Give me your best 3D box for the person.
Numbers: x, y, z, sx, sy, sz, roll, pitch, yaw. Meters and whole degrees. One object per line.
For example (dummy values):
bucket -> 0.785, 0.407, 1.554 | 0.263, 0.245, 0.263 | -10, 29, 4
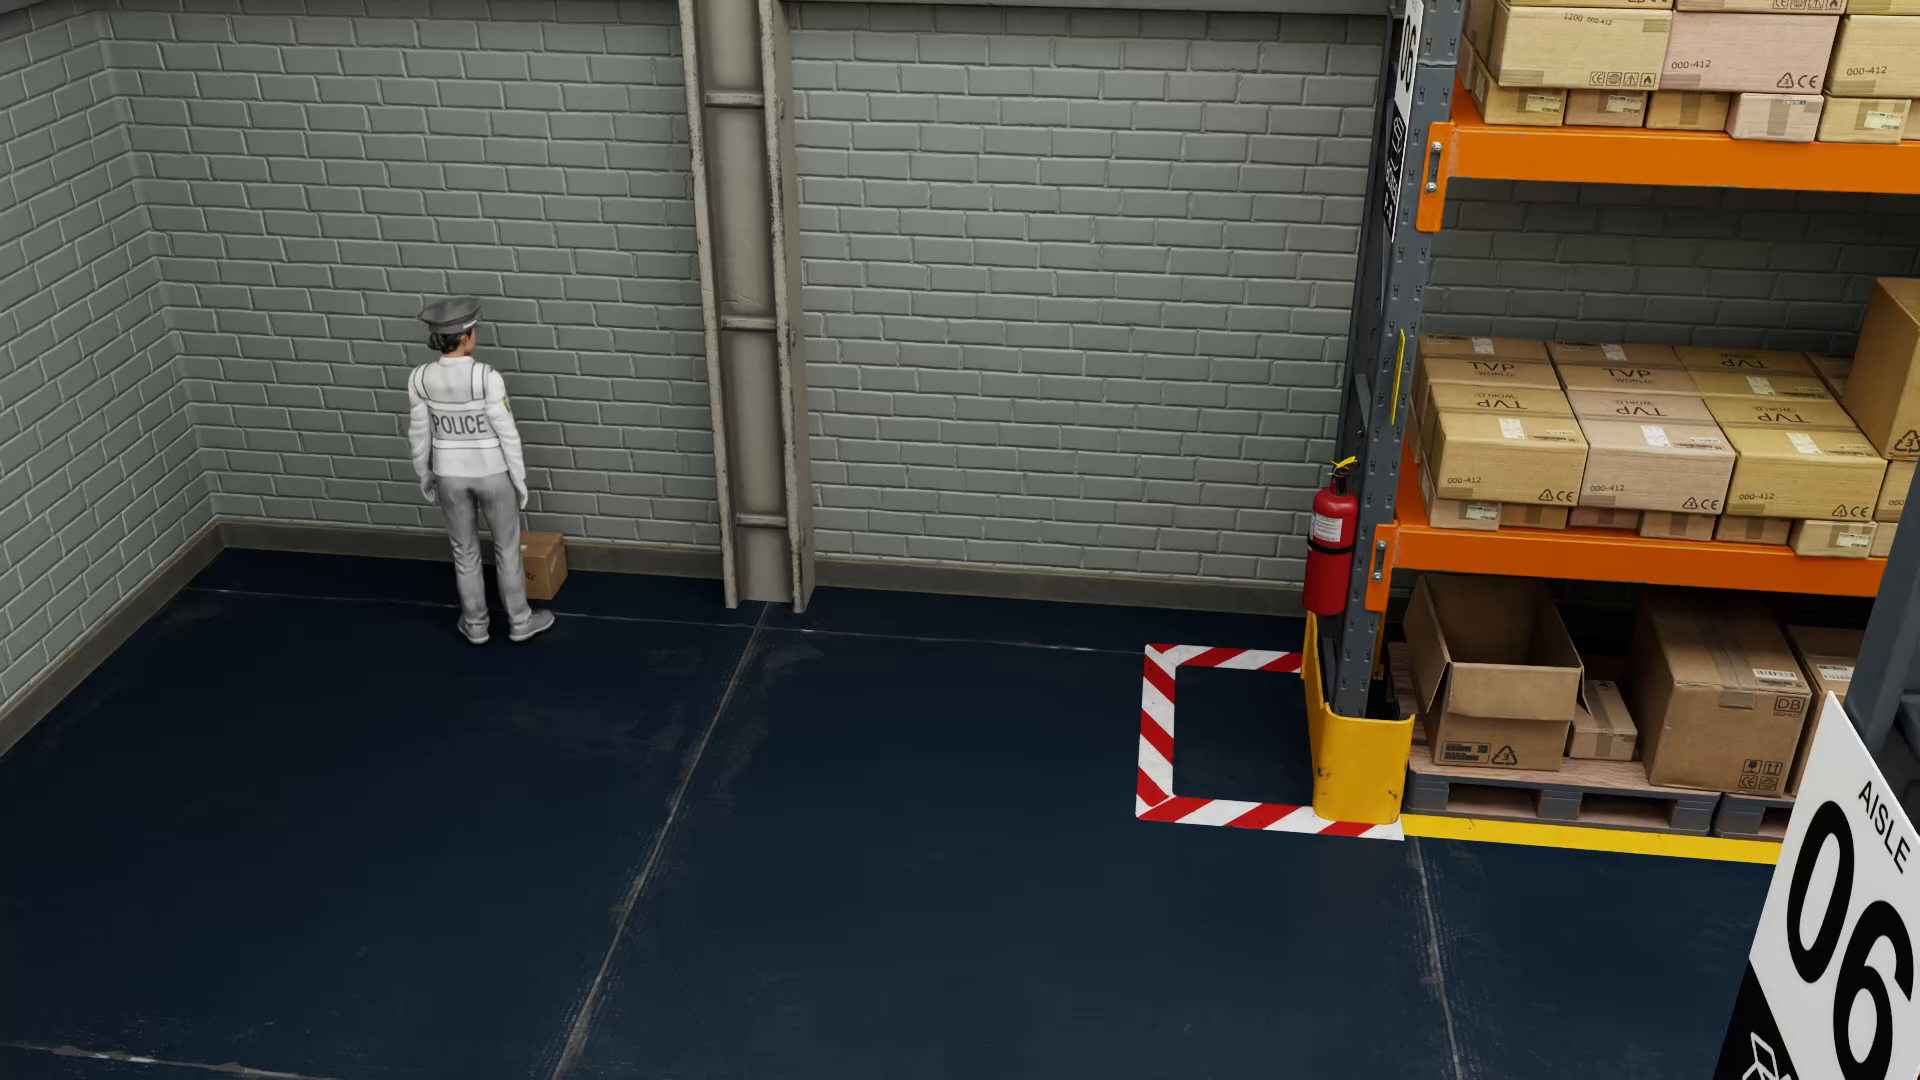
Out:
person -> -2.228, -0.284, 7.600 | 0.523, 1.679, 0.339 | 0, 29, 0
